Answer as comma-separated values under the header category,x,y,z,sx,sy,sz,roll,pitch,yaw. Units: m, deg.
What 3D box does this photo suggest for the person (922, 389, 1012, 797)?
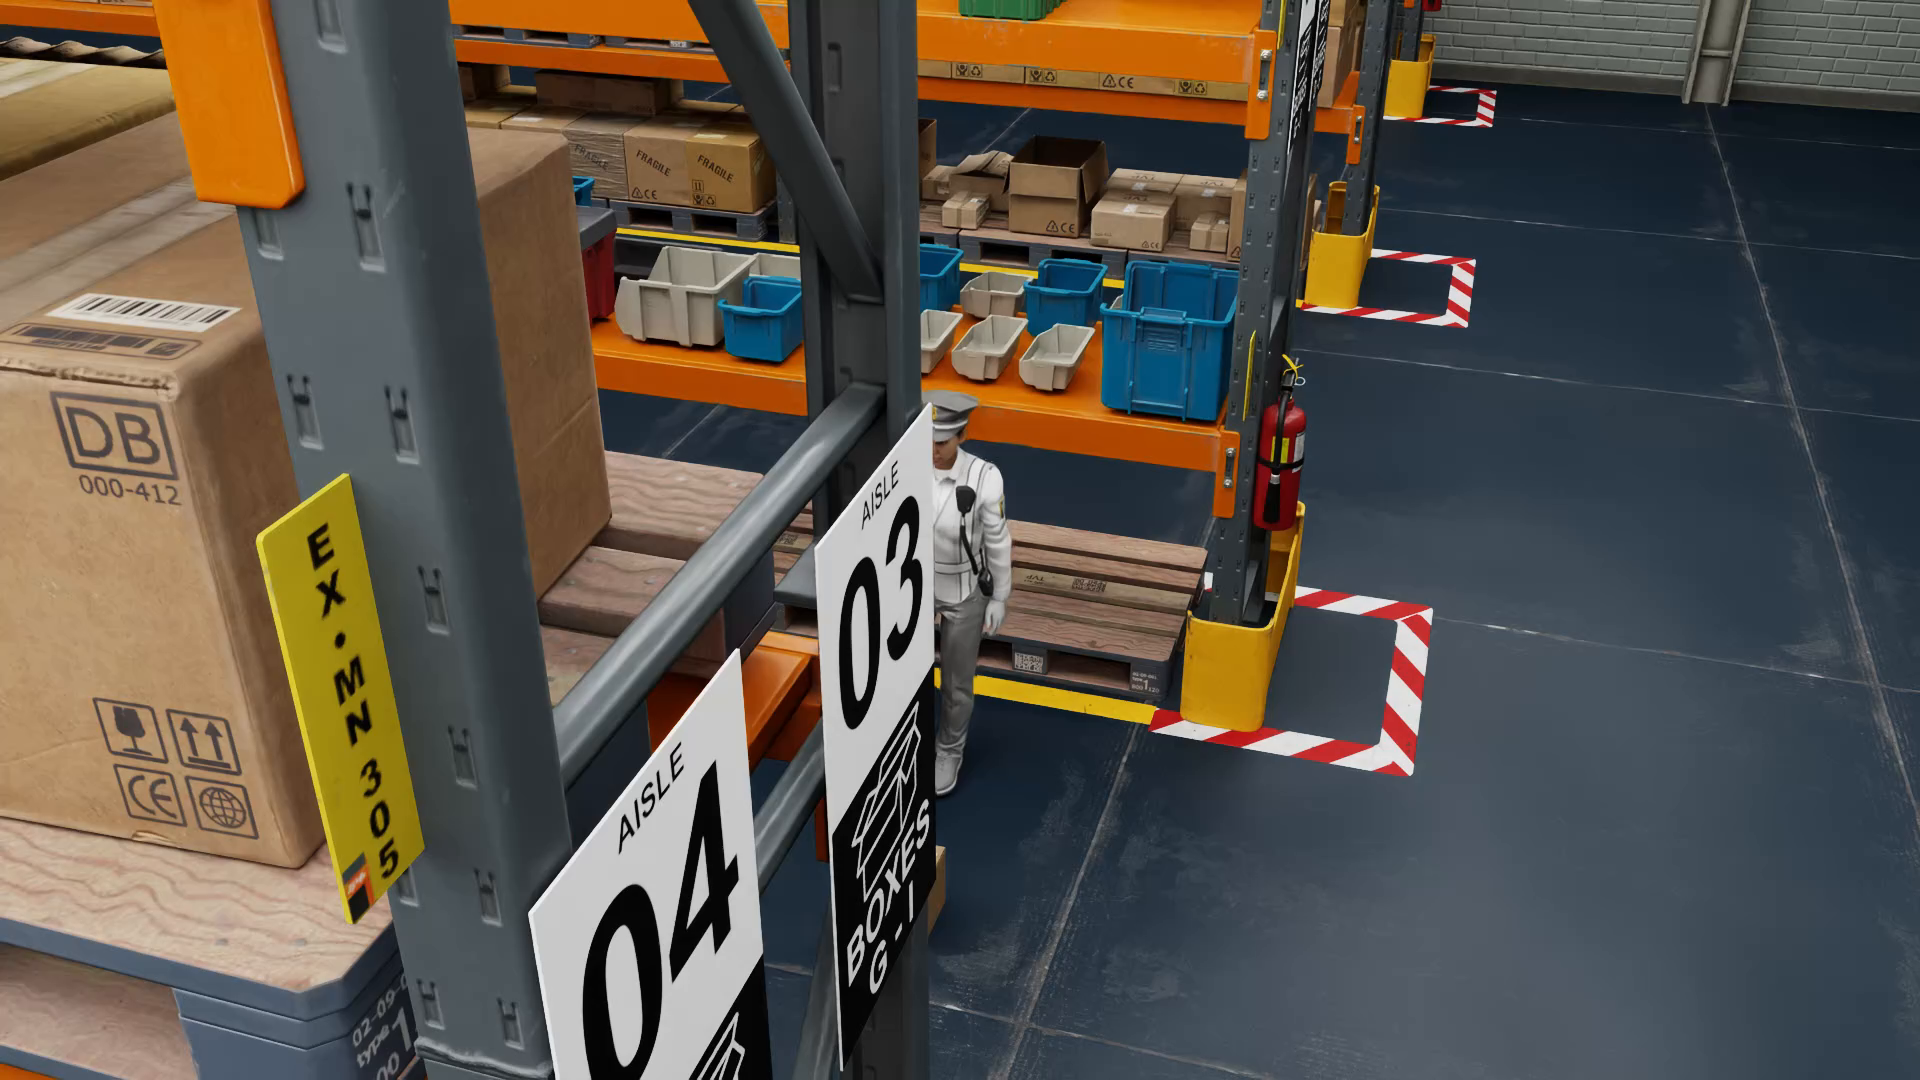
category,x,y,z,sx,sy,sz,roll,pitch,yaw
person,-0.076,0.227,6.213,0.505,1.689,0.375,7,30,12
